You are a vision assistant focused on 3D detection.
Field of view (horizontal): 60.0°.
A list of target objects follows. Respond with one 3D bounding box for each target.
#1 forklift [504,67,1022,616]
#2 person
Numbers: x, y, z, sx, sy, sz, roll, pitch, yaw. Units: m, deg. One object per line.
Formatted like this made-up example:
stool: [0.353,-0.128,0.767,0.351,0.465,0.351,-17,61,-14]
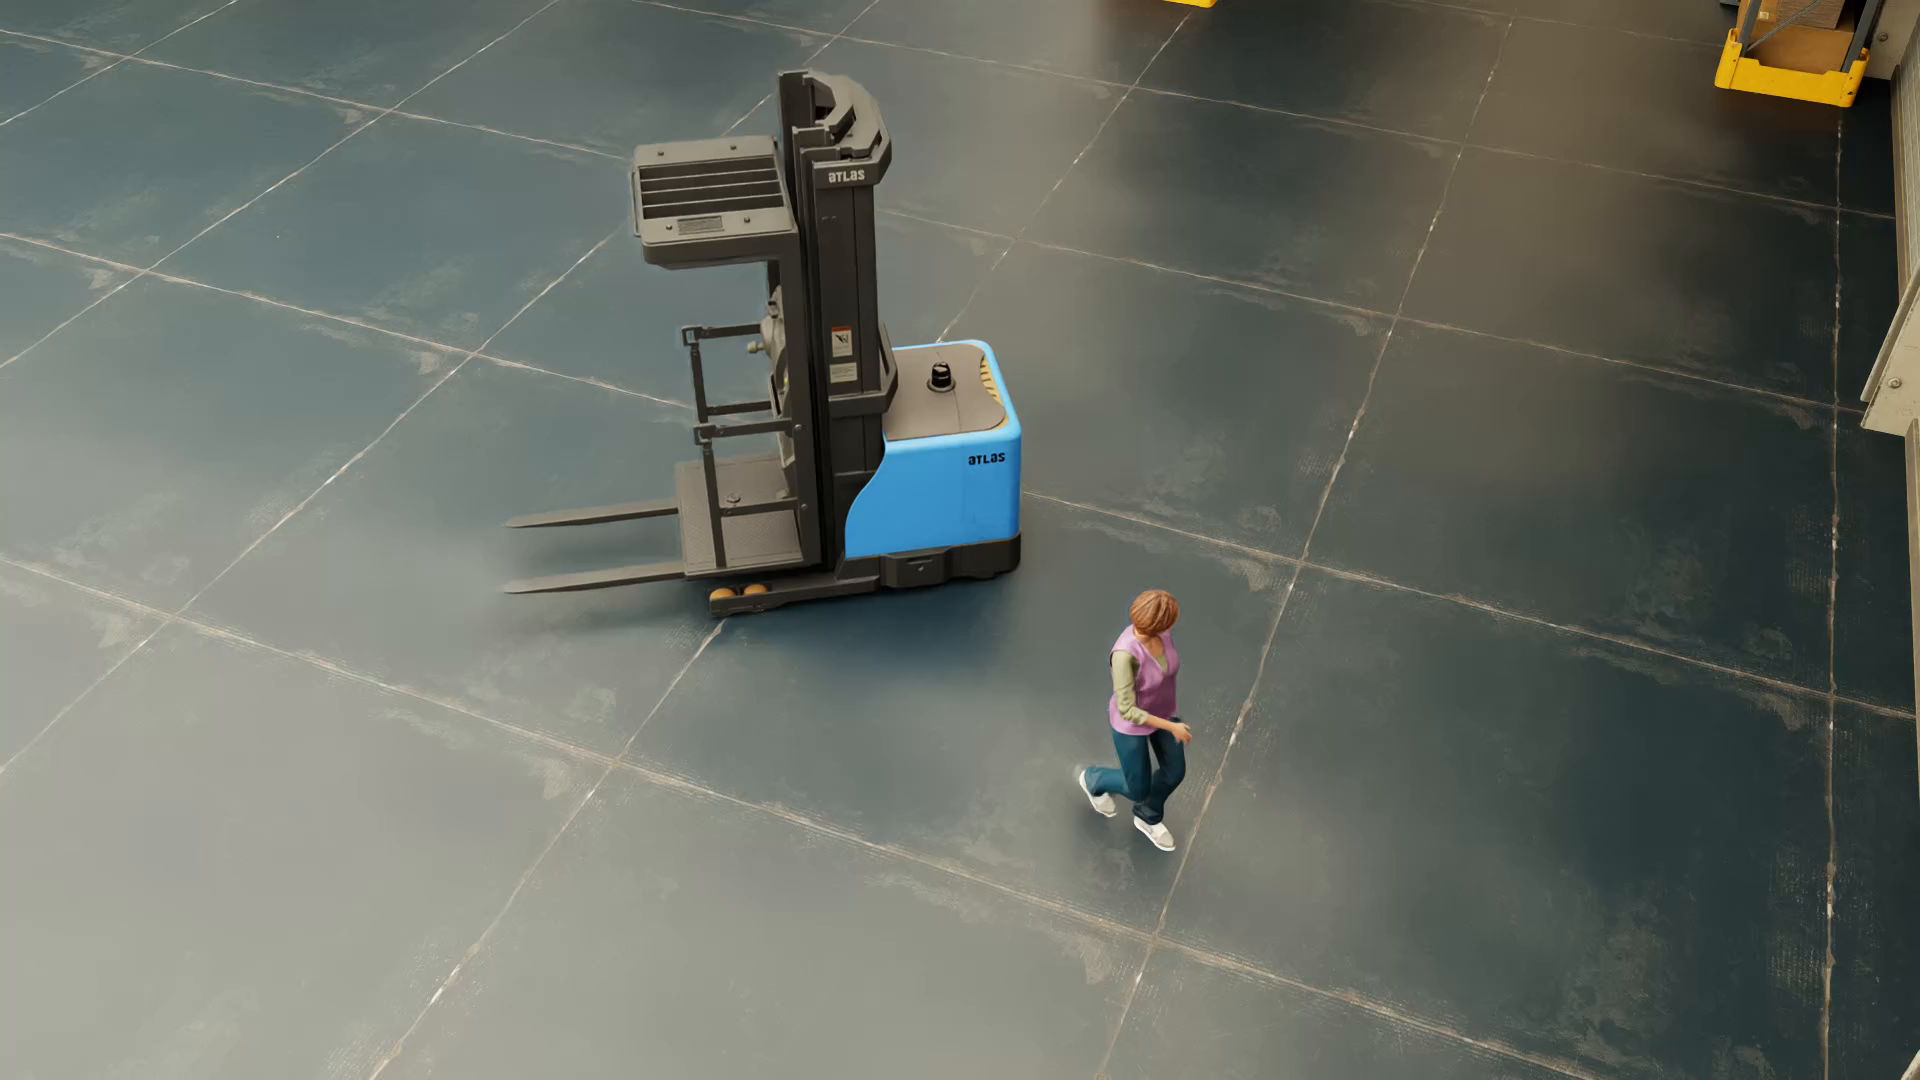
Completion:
forklift: [-1.204,-1.045,9.255,3.031,2.935,1.130,-7,40,-8]
person: [0.922,0.851,8.079,0.563,1.547,0.580,-27,47,-28]
